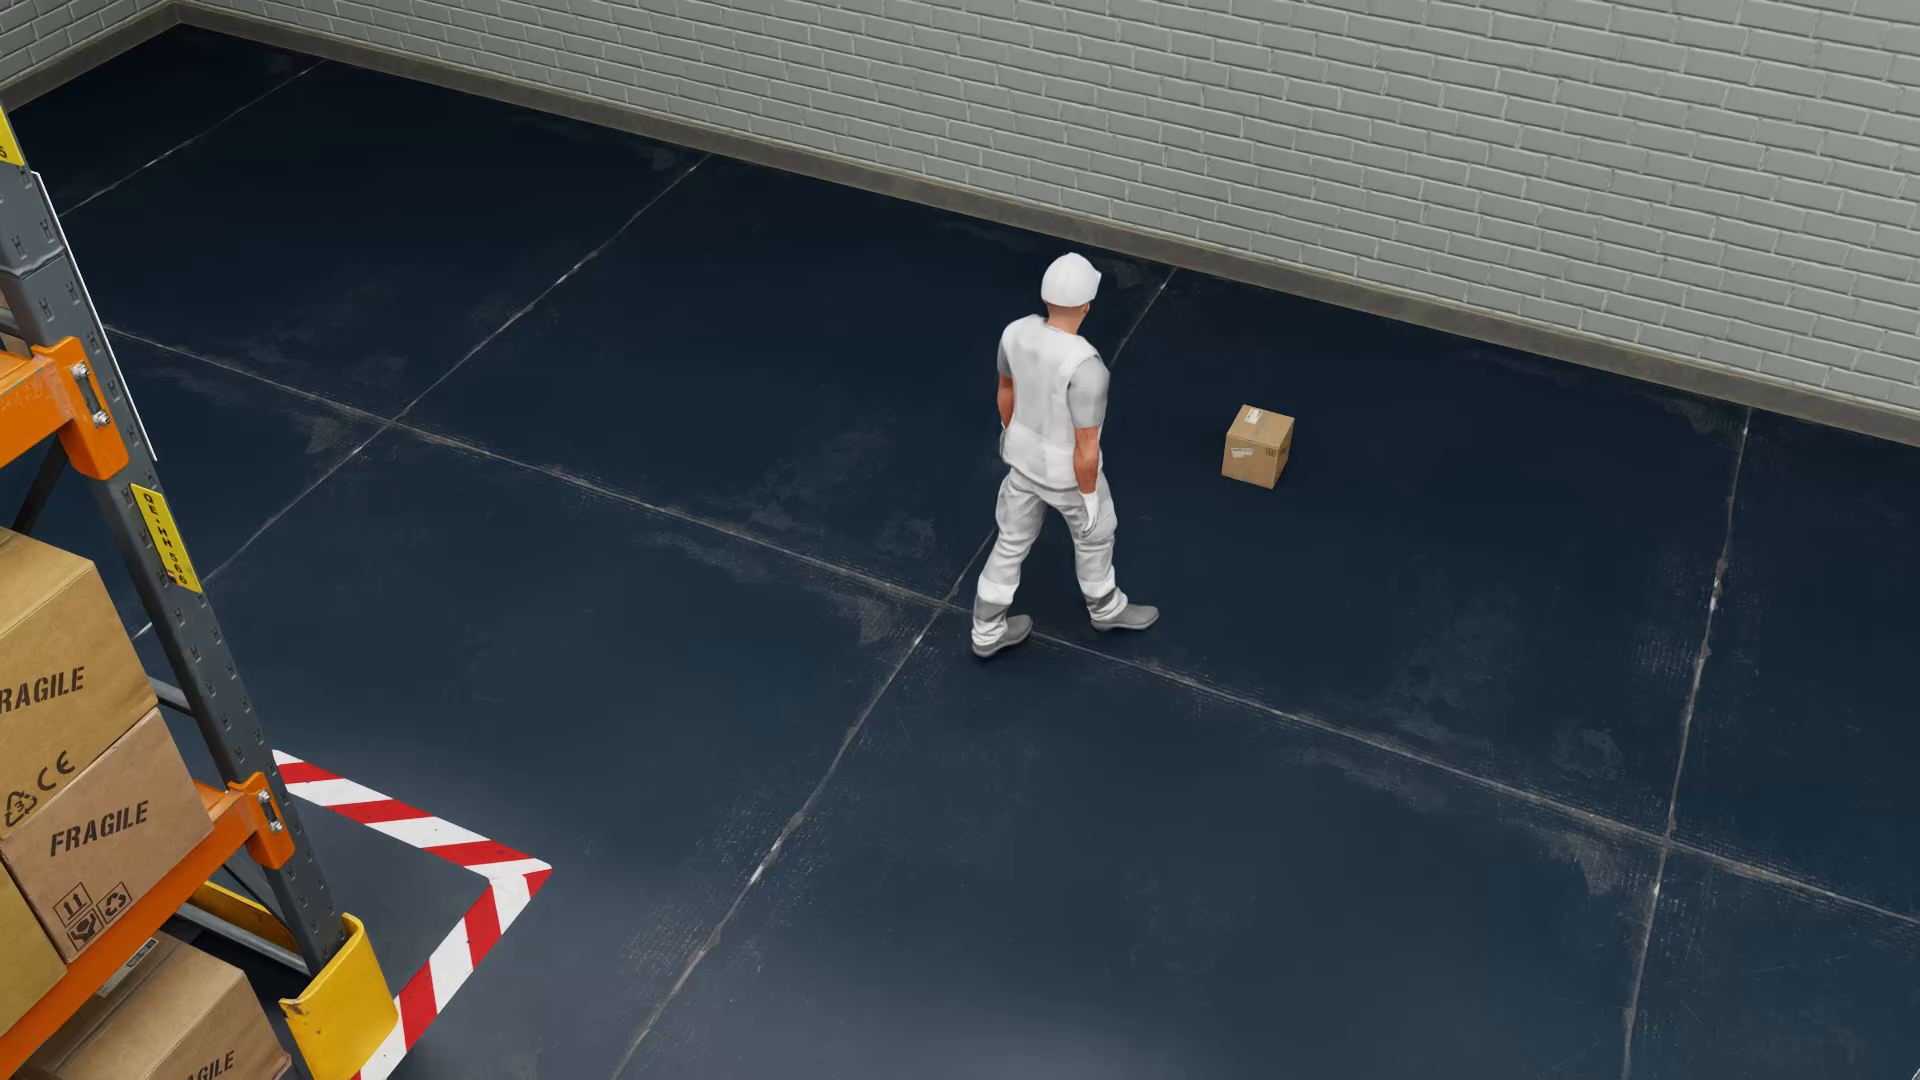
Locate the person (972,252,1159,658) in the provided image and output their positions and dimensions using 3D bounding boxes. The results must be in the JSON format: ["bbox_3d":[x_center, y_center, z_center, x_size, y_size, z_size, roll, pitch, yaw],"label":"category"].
[{"bbox_3d":[0.376,-0.306,6.486,0.764,1.773,0.621,-31,50,-30],"label":"person"}]
